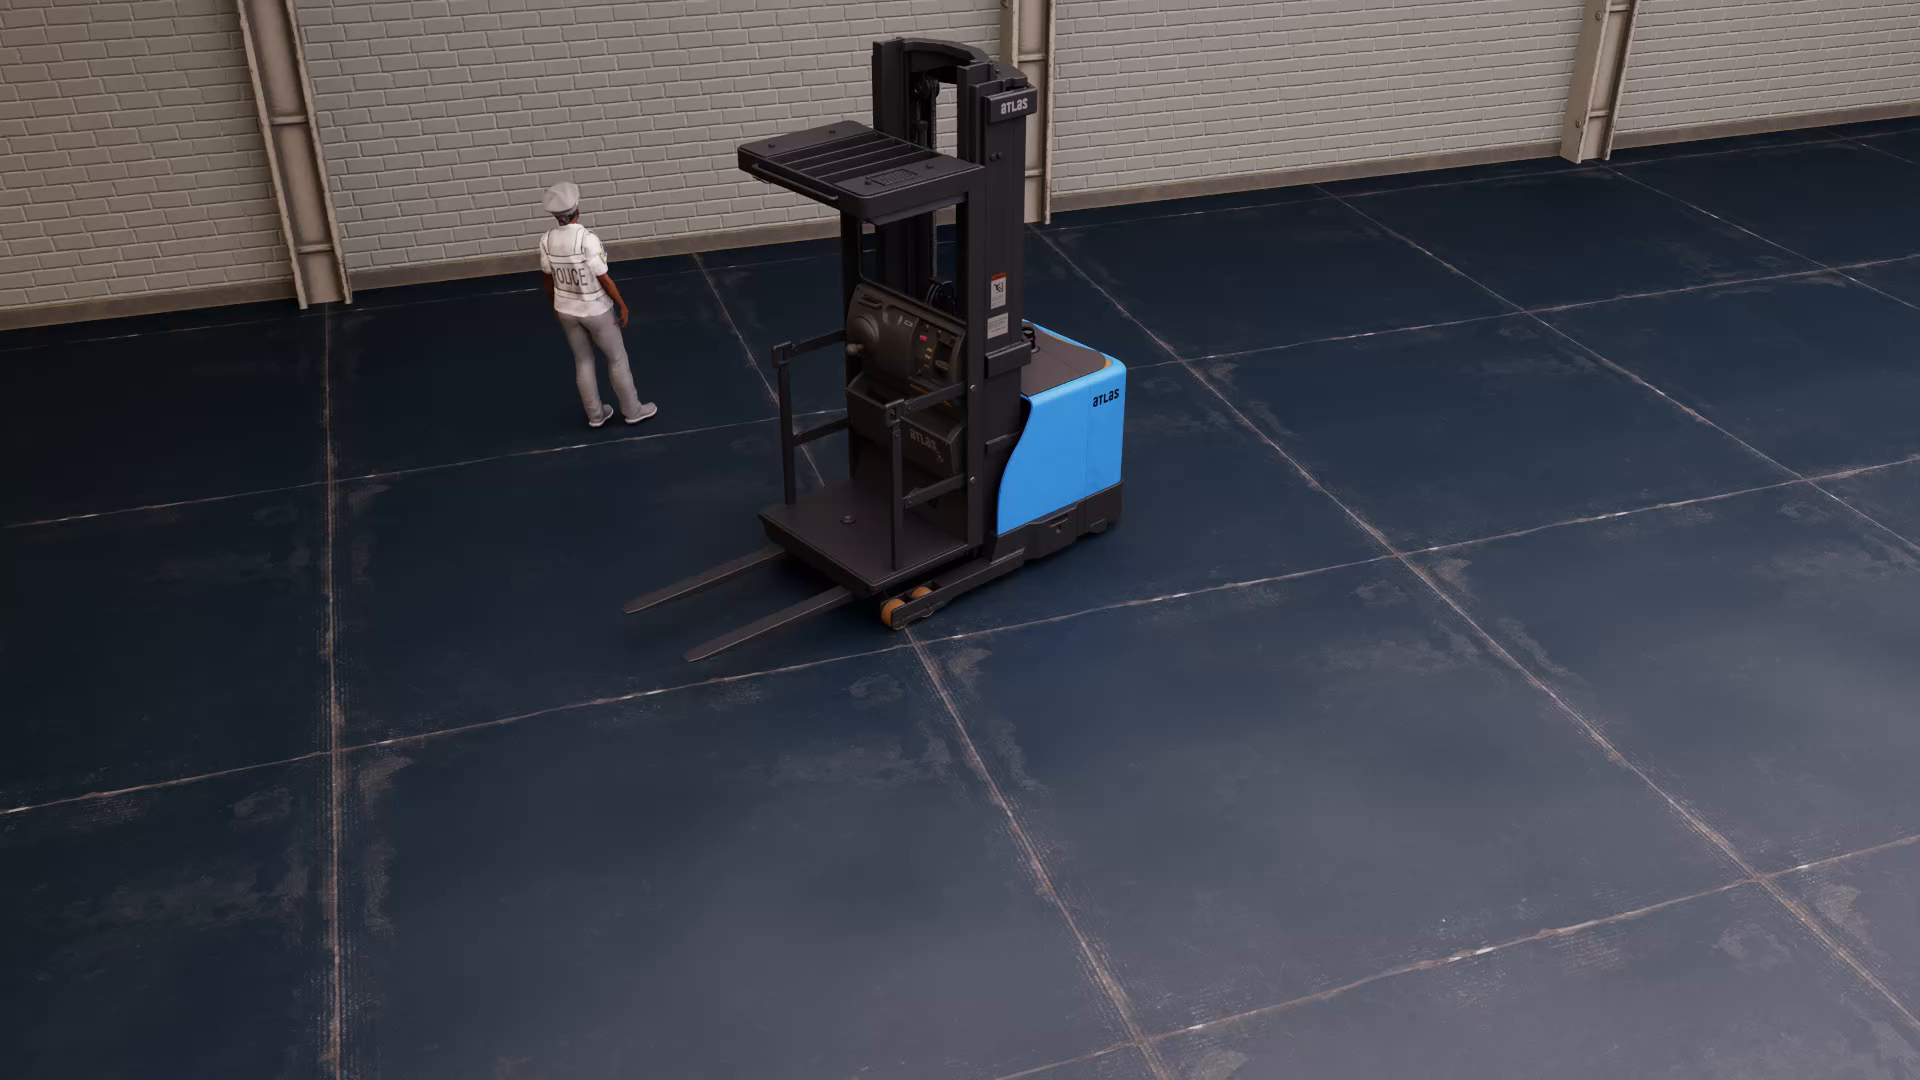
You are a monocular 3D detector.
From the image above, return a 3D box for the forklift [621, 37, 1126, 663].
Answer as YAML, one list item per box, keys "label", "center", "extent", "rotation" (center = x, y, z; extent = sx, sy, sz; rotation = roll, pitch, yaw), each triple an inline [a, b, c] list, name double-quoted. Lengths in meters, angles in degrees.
- label: "forklift"
  center: [-0.461, -1.072, 8.951]
  extent: [3.031, 2.935, 1.130]
  rotation: [-23, 37, -34]

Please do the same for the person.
- label: "person"
  center: [-2.433, -1.556, 11.016]
  extent: [0.567, 1.694, 0.530]
  rotation: [9, 31, 15]
